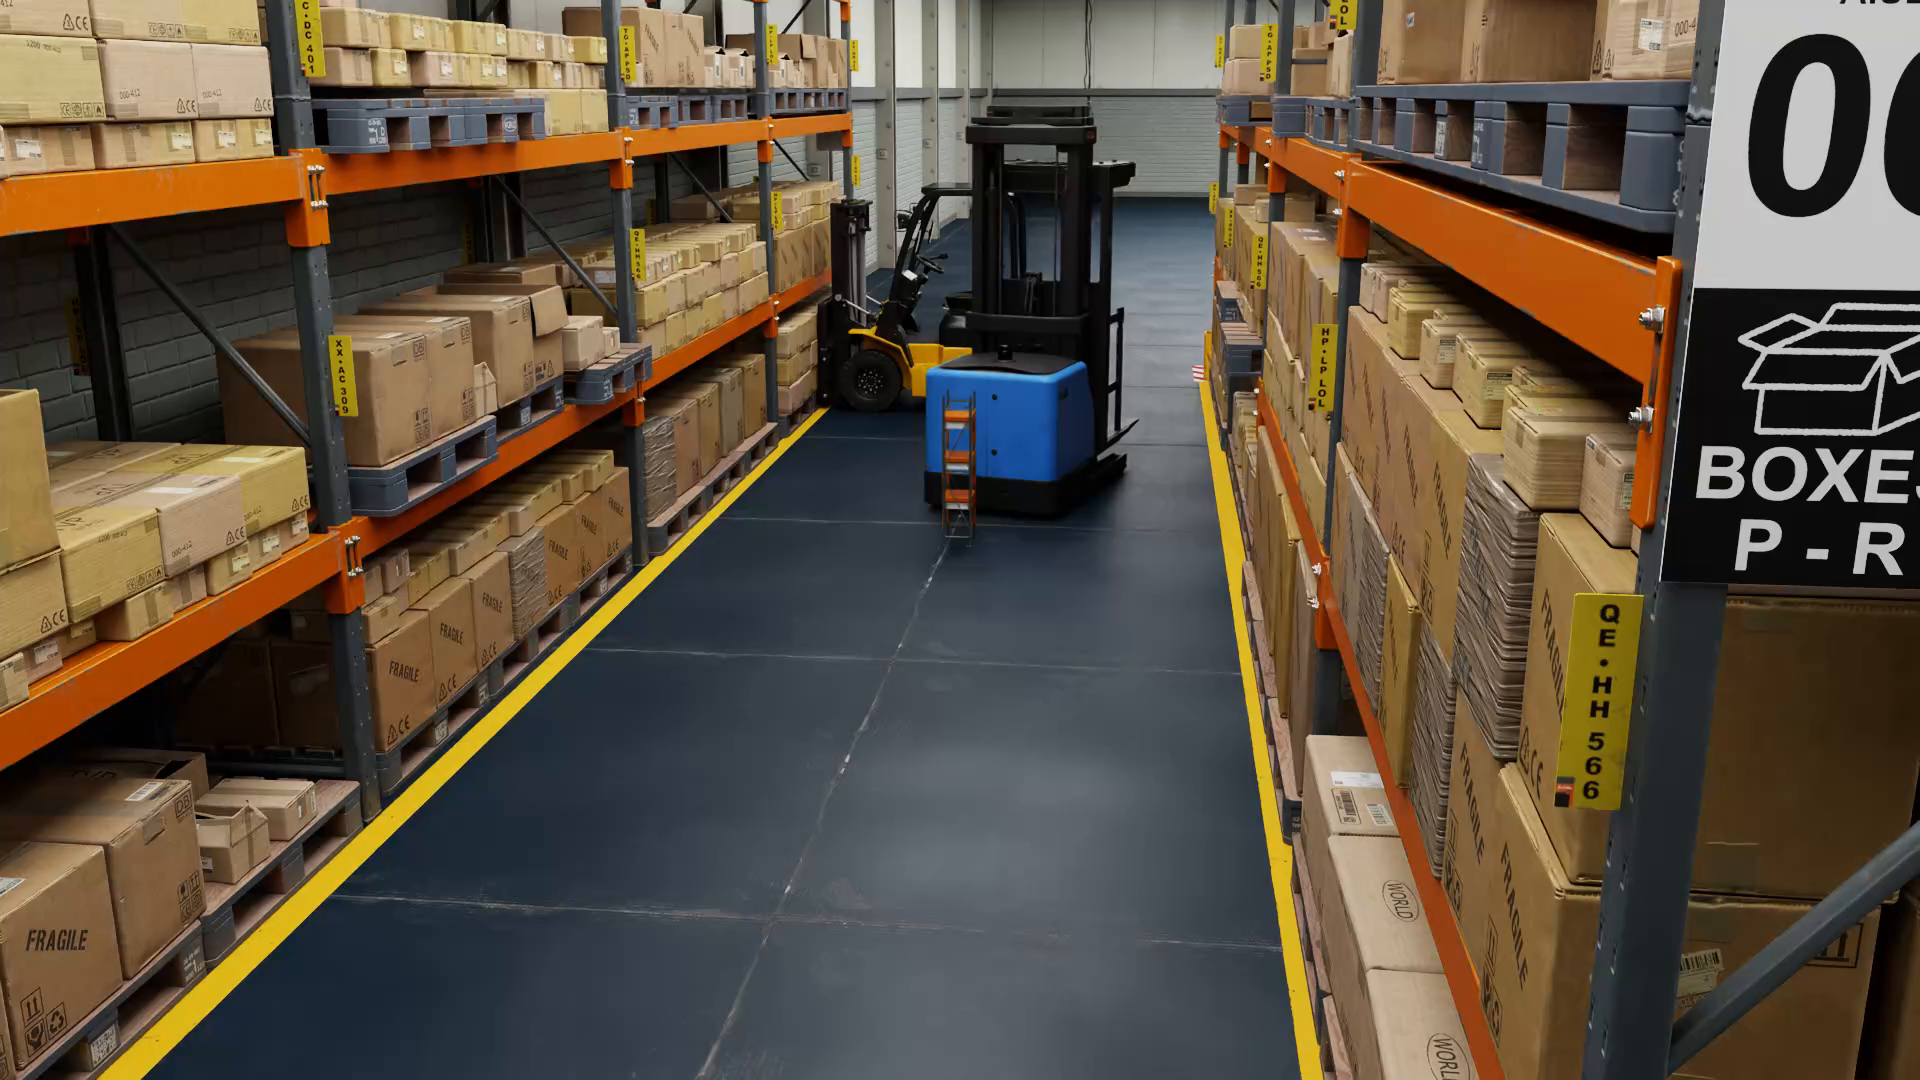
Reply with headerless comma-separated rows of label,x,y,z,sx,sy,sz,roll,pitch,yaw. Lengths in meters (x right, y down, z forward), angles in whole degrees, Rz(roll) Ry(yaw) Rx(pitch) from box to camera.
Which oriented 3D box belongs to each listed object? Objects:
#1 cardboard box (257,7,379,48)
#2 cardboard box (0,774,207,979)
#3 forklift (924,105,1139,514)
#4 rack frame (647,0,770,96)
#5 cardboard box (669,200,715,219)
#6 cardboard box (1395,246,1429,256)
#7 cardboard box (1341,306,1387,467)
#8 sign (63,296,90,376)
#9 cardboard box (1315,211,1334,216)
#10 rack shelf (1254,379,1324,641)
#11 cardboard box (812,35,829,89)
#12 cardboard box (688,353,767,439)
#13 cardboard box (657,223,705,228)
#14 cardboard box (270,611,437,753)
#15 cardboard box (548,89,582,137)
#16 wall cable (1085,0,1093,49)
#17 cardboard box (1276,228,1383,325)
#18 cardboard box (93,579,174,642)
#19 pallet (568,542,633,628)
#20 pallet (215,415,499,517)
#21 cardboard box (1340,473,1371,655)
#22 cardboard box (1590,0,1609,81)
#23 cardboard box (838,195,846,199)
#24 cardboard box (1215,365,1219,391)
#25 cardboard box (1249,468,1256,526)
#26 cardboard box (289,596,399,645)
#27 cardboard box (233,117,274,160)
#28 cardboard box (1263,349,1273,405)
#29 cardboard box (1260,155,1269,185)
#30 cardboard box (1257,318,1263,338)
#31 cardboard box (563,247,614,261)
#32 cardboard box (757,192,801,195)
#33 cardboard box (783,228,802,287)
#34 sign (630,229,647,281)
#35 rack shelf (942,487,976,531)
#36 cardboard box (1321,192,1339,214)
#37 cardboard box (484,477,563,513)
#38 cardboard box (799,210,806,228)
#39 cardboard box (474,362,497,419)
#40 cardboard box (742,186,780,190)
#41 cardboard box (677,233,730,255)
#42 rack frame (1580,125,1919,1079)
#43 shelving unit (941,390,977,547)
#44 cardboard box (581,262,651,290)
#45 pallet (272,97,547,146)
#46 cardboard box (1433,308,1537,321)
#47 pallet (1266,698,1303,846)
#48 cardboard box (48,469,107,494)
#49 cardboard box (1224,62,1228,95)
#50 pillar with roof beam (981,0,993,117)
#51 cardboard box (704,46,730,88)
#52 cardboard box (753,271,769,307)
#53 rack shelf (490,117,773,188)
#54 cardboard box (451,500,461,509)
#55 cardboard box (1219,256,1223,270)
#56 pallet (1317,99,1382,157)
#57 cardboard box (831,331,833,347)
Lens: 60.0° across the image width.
cardboard box,-2.558,-2.042,6.635,0.380,0.149,0.250,2,15,8
cardboard box,-3.064,1.140,5.684,0.700,0.500,0.500,1,15,4
forklift,0.732,-1.944,13.237,1.130,2.935,3.031,6,16,20
rack frame,-2.125,-5.227,13.752,1.000,3.000,0.127,2,15,6
cardboard box,-2.389,-2.927,14.738,0.380,0.149,0.250,2,15,6
cardboard box,2.381,-1.144,8.040,0.500,0.500,0.500,1,15,5
cardboard box,1.610,-0.525,5.751,0.500,0.500,0.500,2,15,7
sign,-3.580,-0.830,6.768,0.100,0.325,0.005,2,15,6
cardboard box,2.864,-2.191,12.453,0.500,0.500,0.500,2,15,8
rack shelf,2.130,-0.282,8.337,1.077,0.370,4.000,2,15,6
cardboard box,-1.696,-4.731,16.477,0.700,0.500,0.500,2,15,7
cardboard box,-2.173,-1.252,14.289,0.875,0.625,0.625,2,15,9
cardboard box,-2.378,-2.607,14.124,0.380,0.149,0.250,1,15,5
cardboard box,-2.750,0.629,7.573,0.500,0.500,0.500,2,15,9
cardboard box,-2.449,-2.398,9.326,0.500,0.250,0.500,2,15,6
wall cable,5.072,-15.475,47.927,3.097,2.526,0.112,2,15,6
cardboard box,2.011,-1.429,9.095,0.500,0.500,0.500,2,15,6
cardboard box,-2.883,0.226,5.561,0.380,0.149,0.250,1,15,5
pallet,-2.698,0.245,10.351,1.003,0.211,1.213,2,15,6
pallet,-2.829,-0.367,7.642,1.003,0.211,1.213,2,15,6
cardboard box,1.531,0.085,5.408,0.500,0.500,0.500,2,15,7
cardboard box,1.830,-1.339,3.933,0.500,0.500,0.500,2,15,7
cardboard box,-1.434,-3.631,17.911,0.380,0.149,0.250,2,15,7
cardboard box,2.779,-1.623,16.382,0.500,0.250,0.500,3,15,10
cardboard box,2.430,-0.229,10.990,0.950,0.372,0.625,1,15,2
cardboard box,-2.723,0.350,7.364,0.380,0.149,0.250,2,15,9
cardboard box,-2.775,-1.481,6.126,0.380,0.149,0.250,2,15,6
cardboard box,2.051,-0.956,9.739,0.500,0.250,0.500,1,15,5
cardboard box,3.204,-3.367,15.690,0.700,0.500,0.500,2,15,6
cardboard box,2.118,-1.393,10.745,0.380,0.149,0.250,2,15,7
cardboard box,-2.667,-2.013,11.925,0.380,0.149,0.250,2,15,6
cardboard box,-1.728,-3.246,15.916,0.380,0.149,0.250,2,15,6
cardboard box,-1.773,-2.622,15.421,0.500,0.500,0.500,2,15,7
sign,-2.036,-1.801,10.508,0.100,0.325,0.005,2,15,6
rack shelf,-0.006,-0.214,11.549,0.215,0.259,0.240,2,15,6
cardboard box,2.907,-2.516,12.411,0.380,0.149,0.250,1,15,4
cardboard box,-2.529,-0.261,9.623,0.380,0.149,0.250,2,15,8
cardboard box,-1.666,-3.033,15.696,0.380,0.149,0.250,2,15,6
cardboard box,-2.490,-0.743,8.115,0.396,0.266,0.258,2,15,9
cardboard box,-2.050,-3.524,16.943,0.380,0.149,0.250,2,15,8
cardboard box,-2.024,-2.329,13.096,0.380,0.149,0.250,1,15,5
rack frame,1.453,0.927,2.488,1.000,3.000,0.127,2,15,6
shelving unit,-0.006,-0.493,11.474,0.215,1.050,0.252,2,15,6
cardboard box,-2.248,-1.729,10.874,0.380,0.149,0.250,2,15,8
pallet,-2.770,-2.049,8.108,1.213,0.211,1.003,2,15,6
cardboard box,1.517,-0.548,4.591,0.380,0.149,0.250,2,15,6
pallet,1.917,1.033,7.437,1.003,0.211,1.213,2,15,6
cardboard box,-3.402,-0.076,5.915,0.500,0.250,0.500,2,15,6
cardboard box,2.343,-3.624,13.055,0.500,0.250,0.500,1,15,5
pillar with roof beam,5.015,-13.764,45.325,9.100,9.000,0.400,2,15,6
cardboard box,-2.051,-3.593,12.630,0.500,0.311,0.500,1,15,4
cardboard box,-1.922,-2.120,14.043,0.500,0.250,0.500,2,15,8
rack shelf,-2.351,-2.913,12.319,1.077,0.370,4.000,2,15,6
cardboard box,-3.054,-0.205,9.414,0.380,0.149,0.250,1,15,5
cardboard box,2.816,-2.823,16.837,0.380,0.149,0.250,2,15,7
pallet,1.959,-1.706,6.843,0.805,0.209,1.217,1,15,4
cardboard box,-1.523,-2.085,17.132,0.500,0.250,0.500,1,15,5
